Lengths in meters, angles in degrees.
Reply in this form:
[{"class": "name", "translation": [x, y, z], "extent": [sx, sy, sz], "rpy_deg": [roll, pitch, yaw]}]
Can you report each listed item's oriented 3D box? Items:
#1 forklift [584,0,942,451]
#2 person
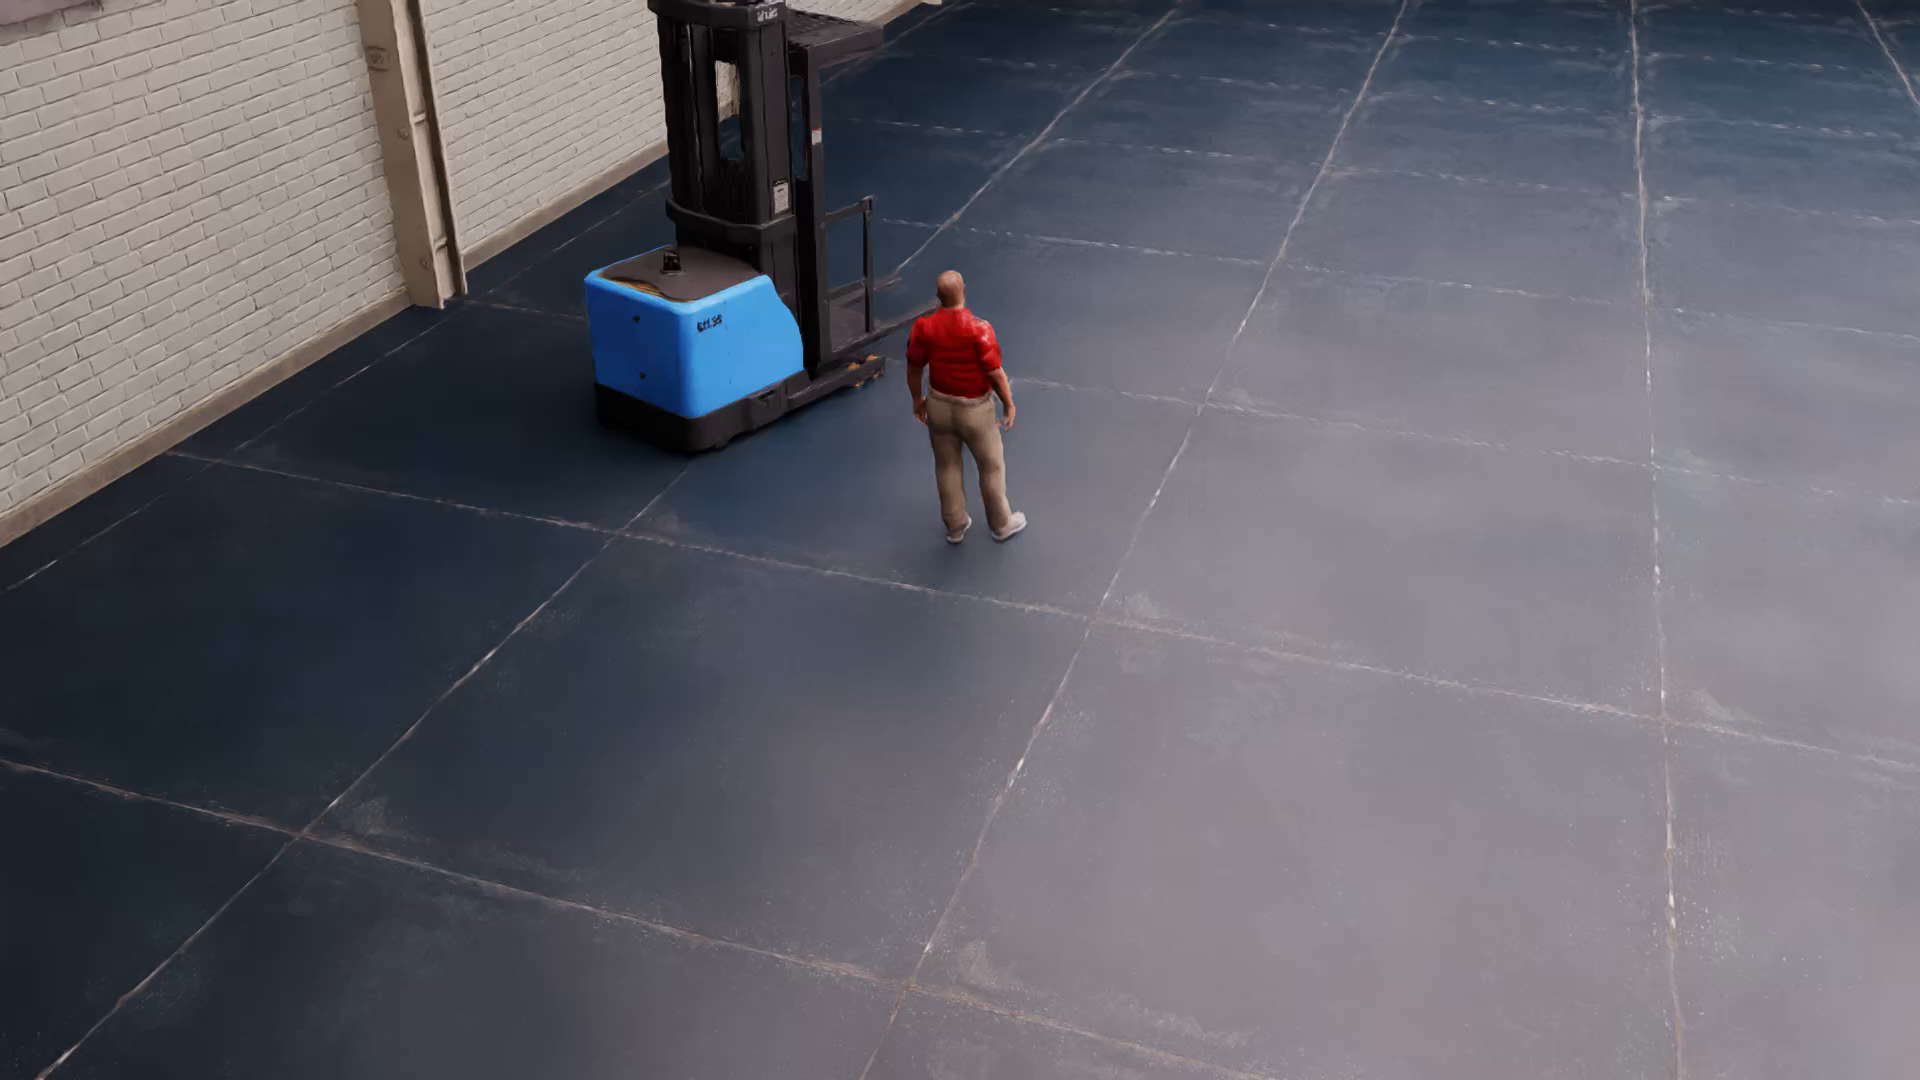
[{"class": "forklift", "translation": [-1.199, -2.524, 11.564], "extent": [1.130, 2.935, 3.031], "rpy_deg": [22, 36, 33]}, {"class": "person", "translation": [0.040, -0.798, 9.735], "extent": [0.640, 1.726, 0.550], "rpy_deg": [10, 31, 16]}]
